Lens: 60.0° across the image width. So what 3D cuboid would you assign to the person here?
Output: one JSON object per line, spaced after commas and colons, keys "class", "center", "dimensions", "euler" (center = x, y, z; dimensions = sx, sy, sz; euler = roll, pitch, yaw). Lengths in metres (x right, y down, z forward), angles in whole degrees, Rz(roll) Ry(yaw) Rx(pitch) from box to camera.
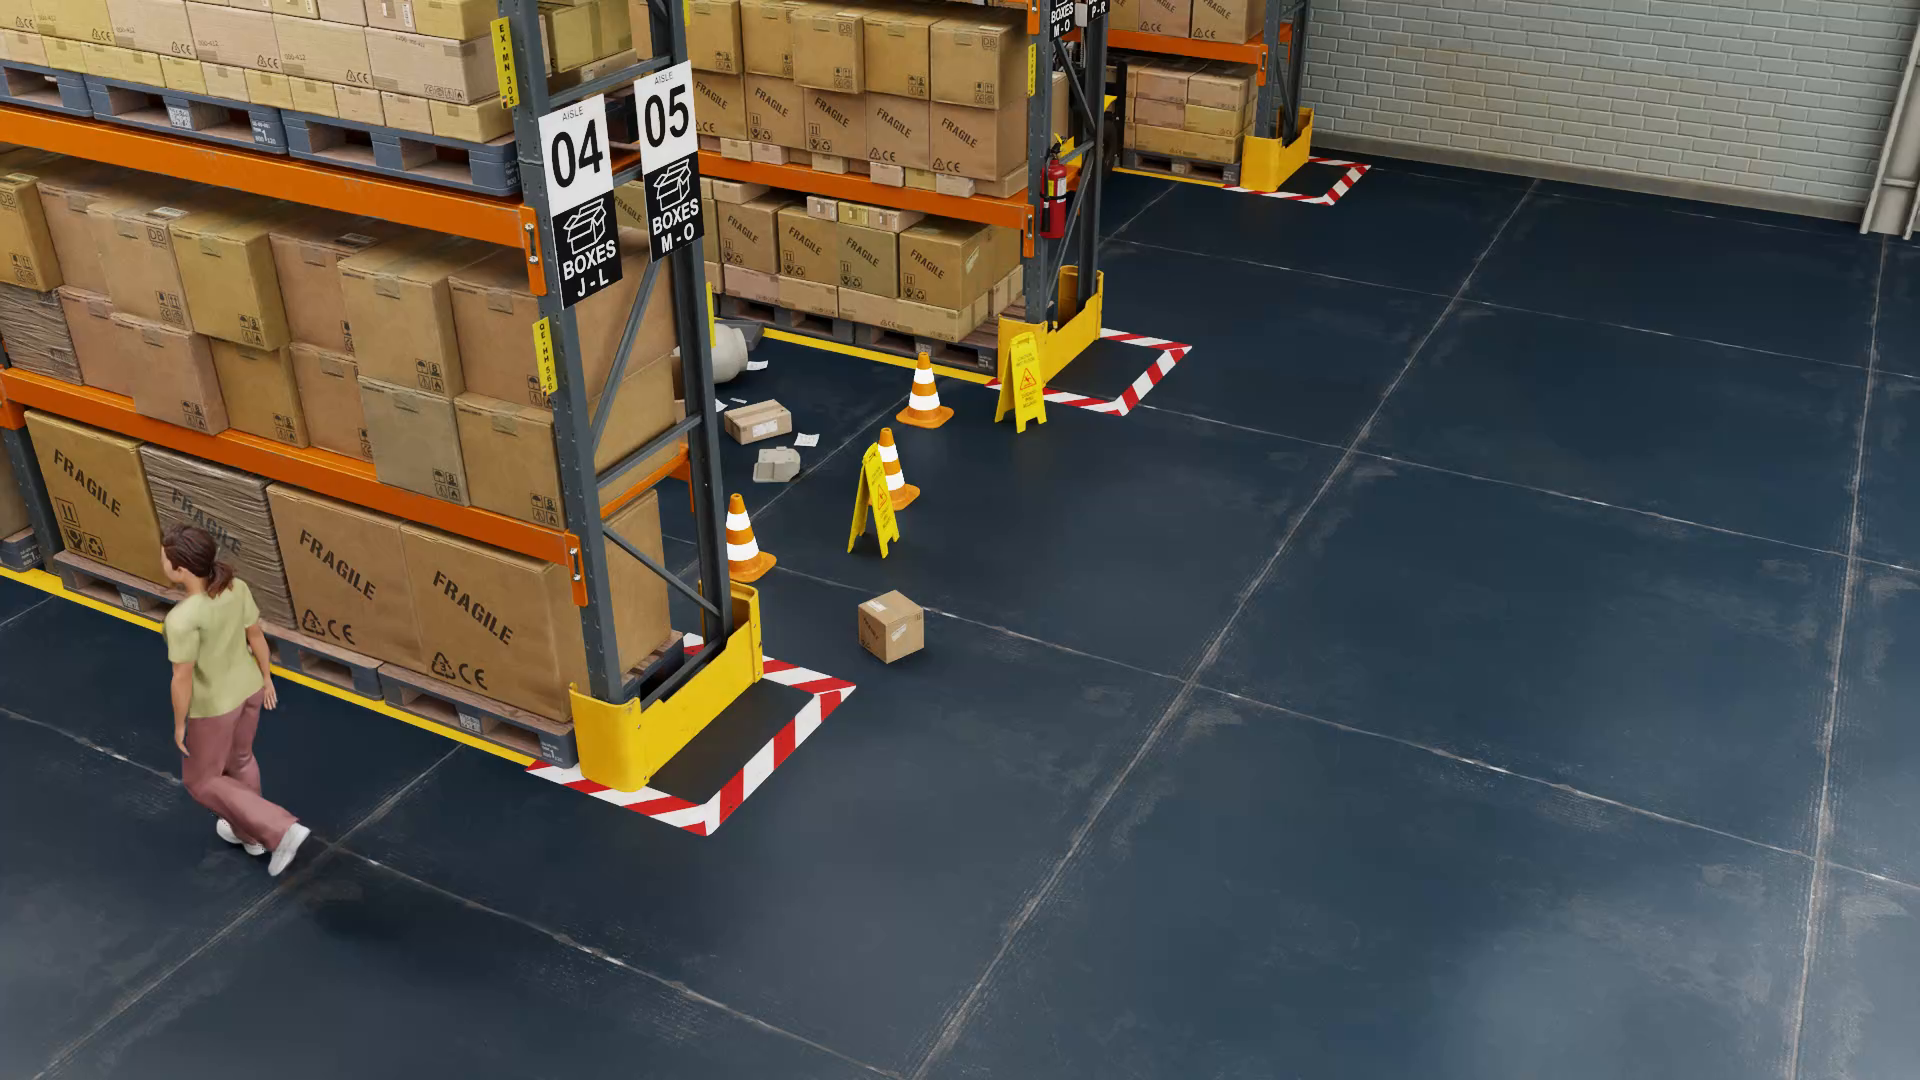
{"class": "person", "center": [-3.086, 0.700, 7.053], "dimensions": [0.681, 1.653, 0.504], "euler": [12, 32, 19]}
